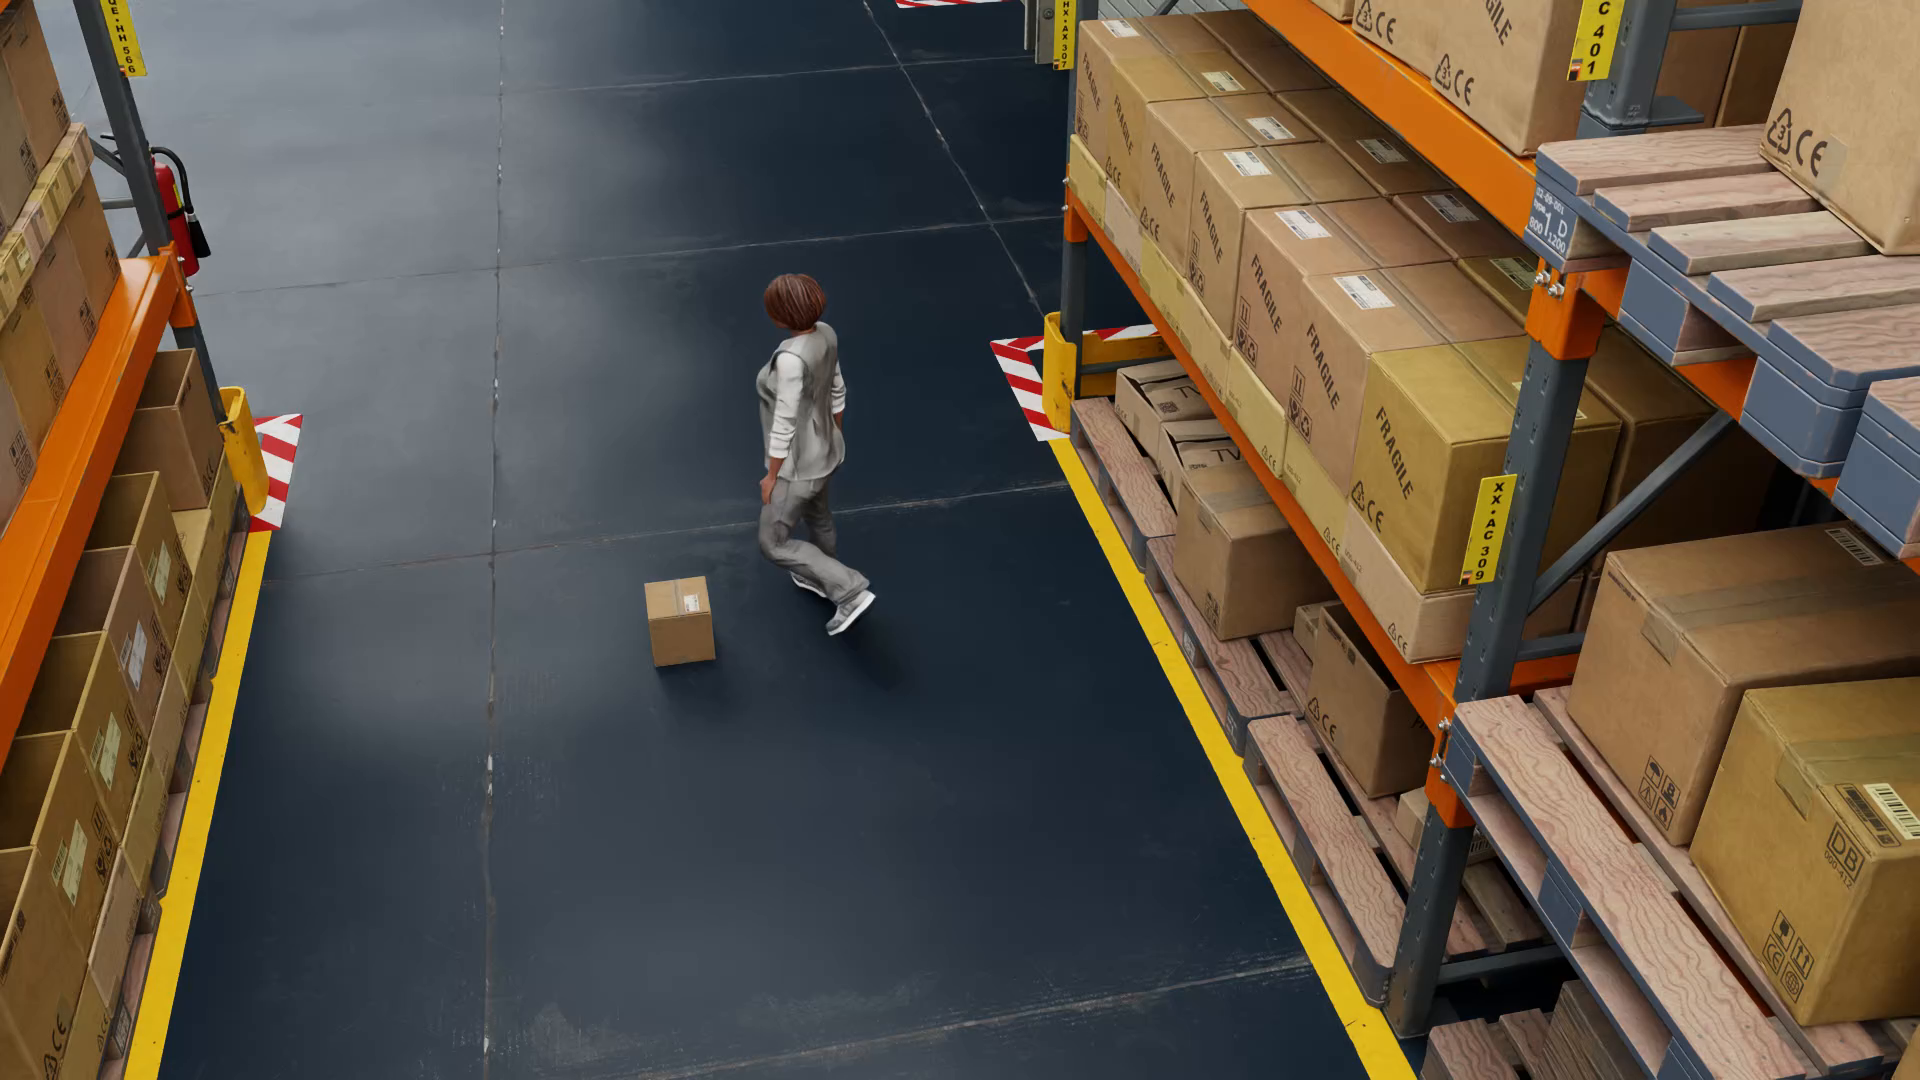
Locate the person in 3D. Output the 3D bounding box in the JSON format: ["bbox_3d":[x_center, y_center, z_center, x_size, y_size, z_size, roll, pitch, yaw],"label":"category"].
[{"bbox_3d":[-0.560,-0.313,6.583,0.507,1.581,0.545,10,36,14],"label":"person"}]
